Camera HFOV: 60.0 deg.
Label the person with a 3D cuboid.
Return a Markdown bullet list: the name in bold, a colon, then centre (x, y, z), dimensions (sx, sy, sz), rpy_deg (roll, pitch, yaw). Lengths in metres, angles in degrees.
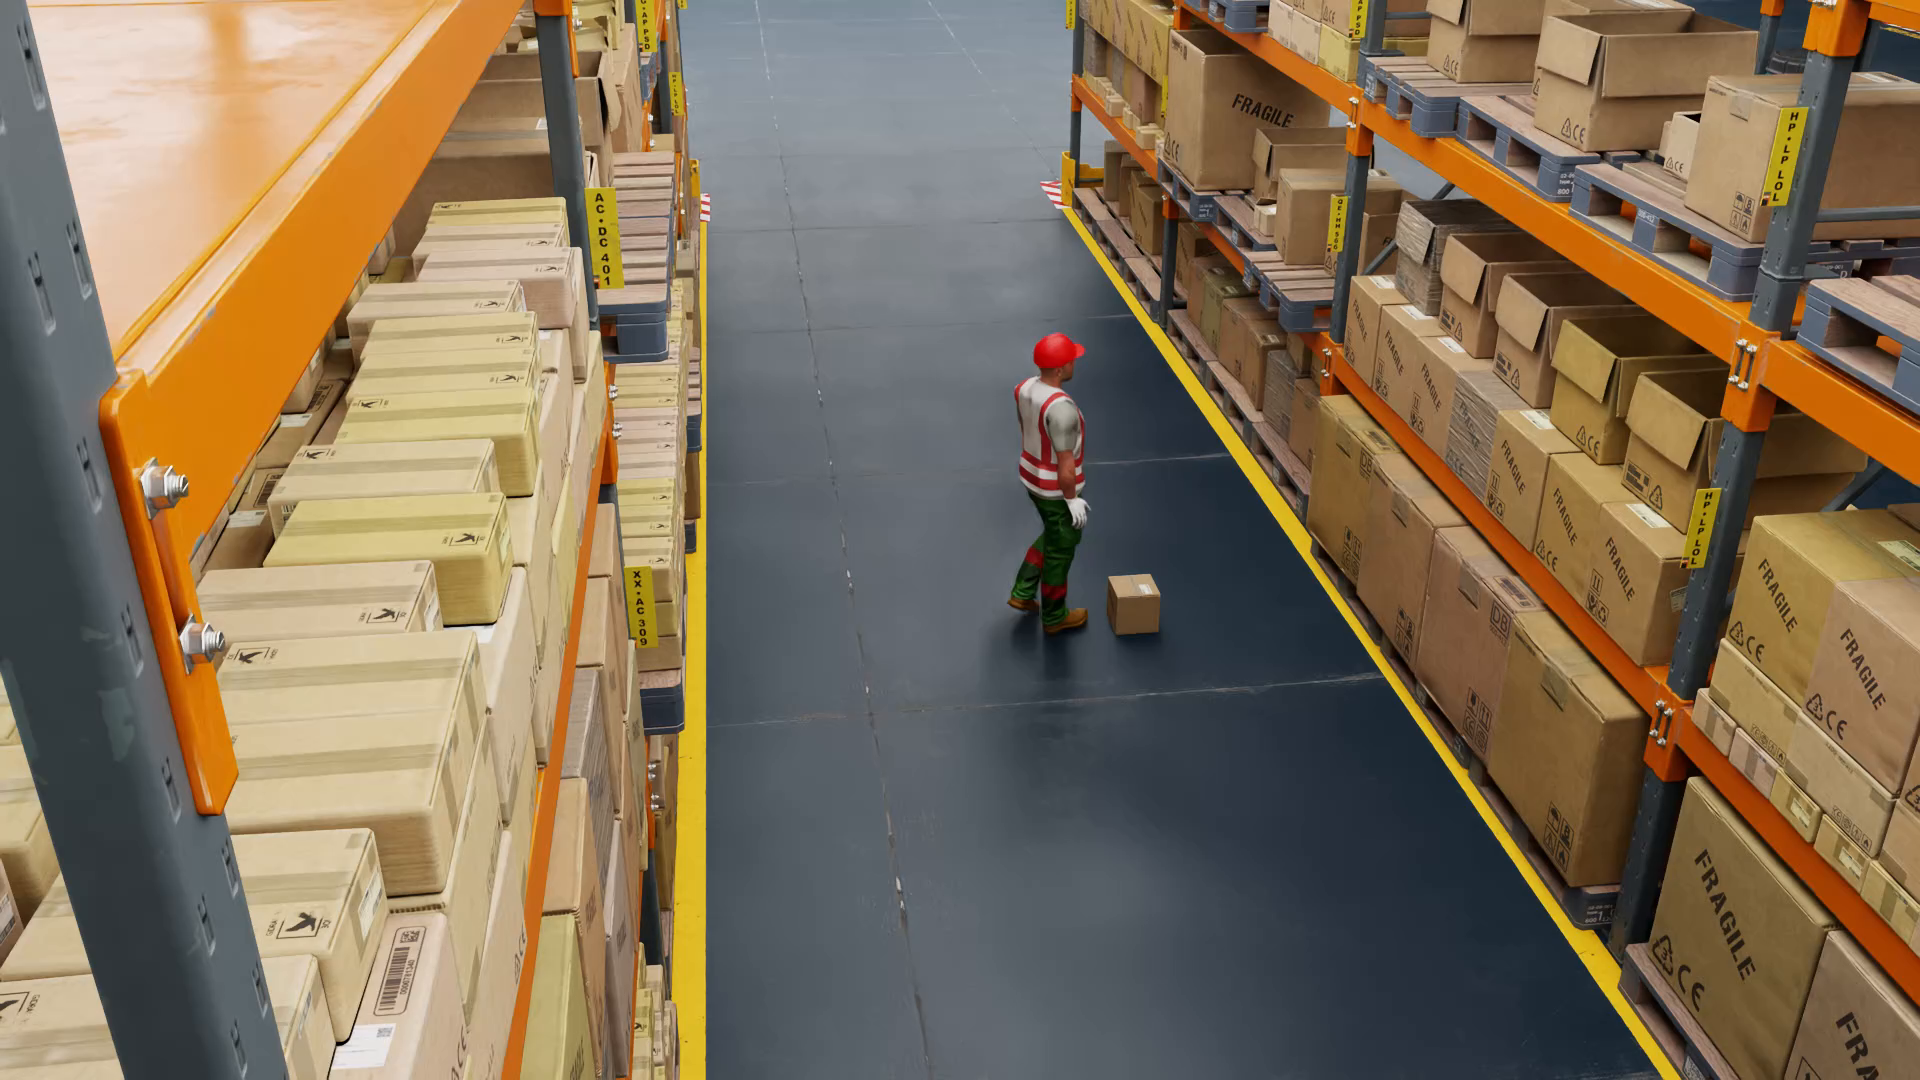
- **person**: centre (0.539, -0.295, 9.153), dimensions (0.441, 1.795, 0.545), rpy_deg (-13, 30, -23)
